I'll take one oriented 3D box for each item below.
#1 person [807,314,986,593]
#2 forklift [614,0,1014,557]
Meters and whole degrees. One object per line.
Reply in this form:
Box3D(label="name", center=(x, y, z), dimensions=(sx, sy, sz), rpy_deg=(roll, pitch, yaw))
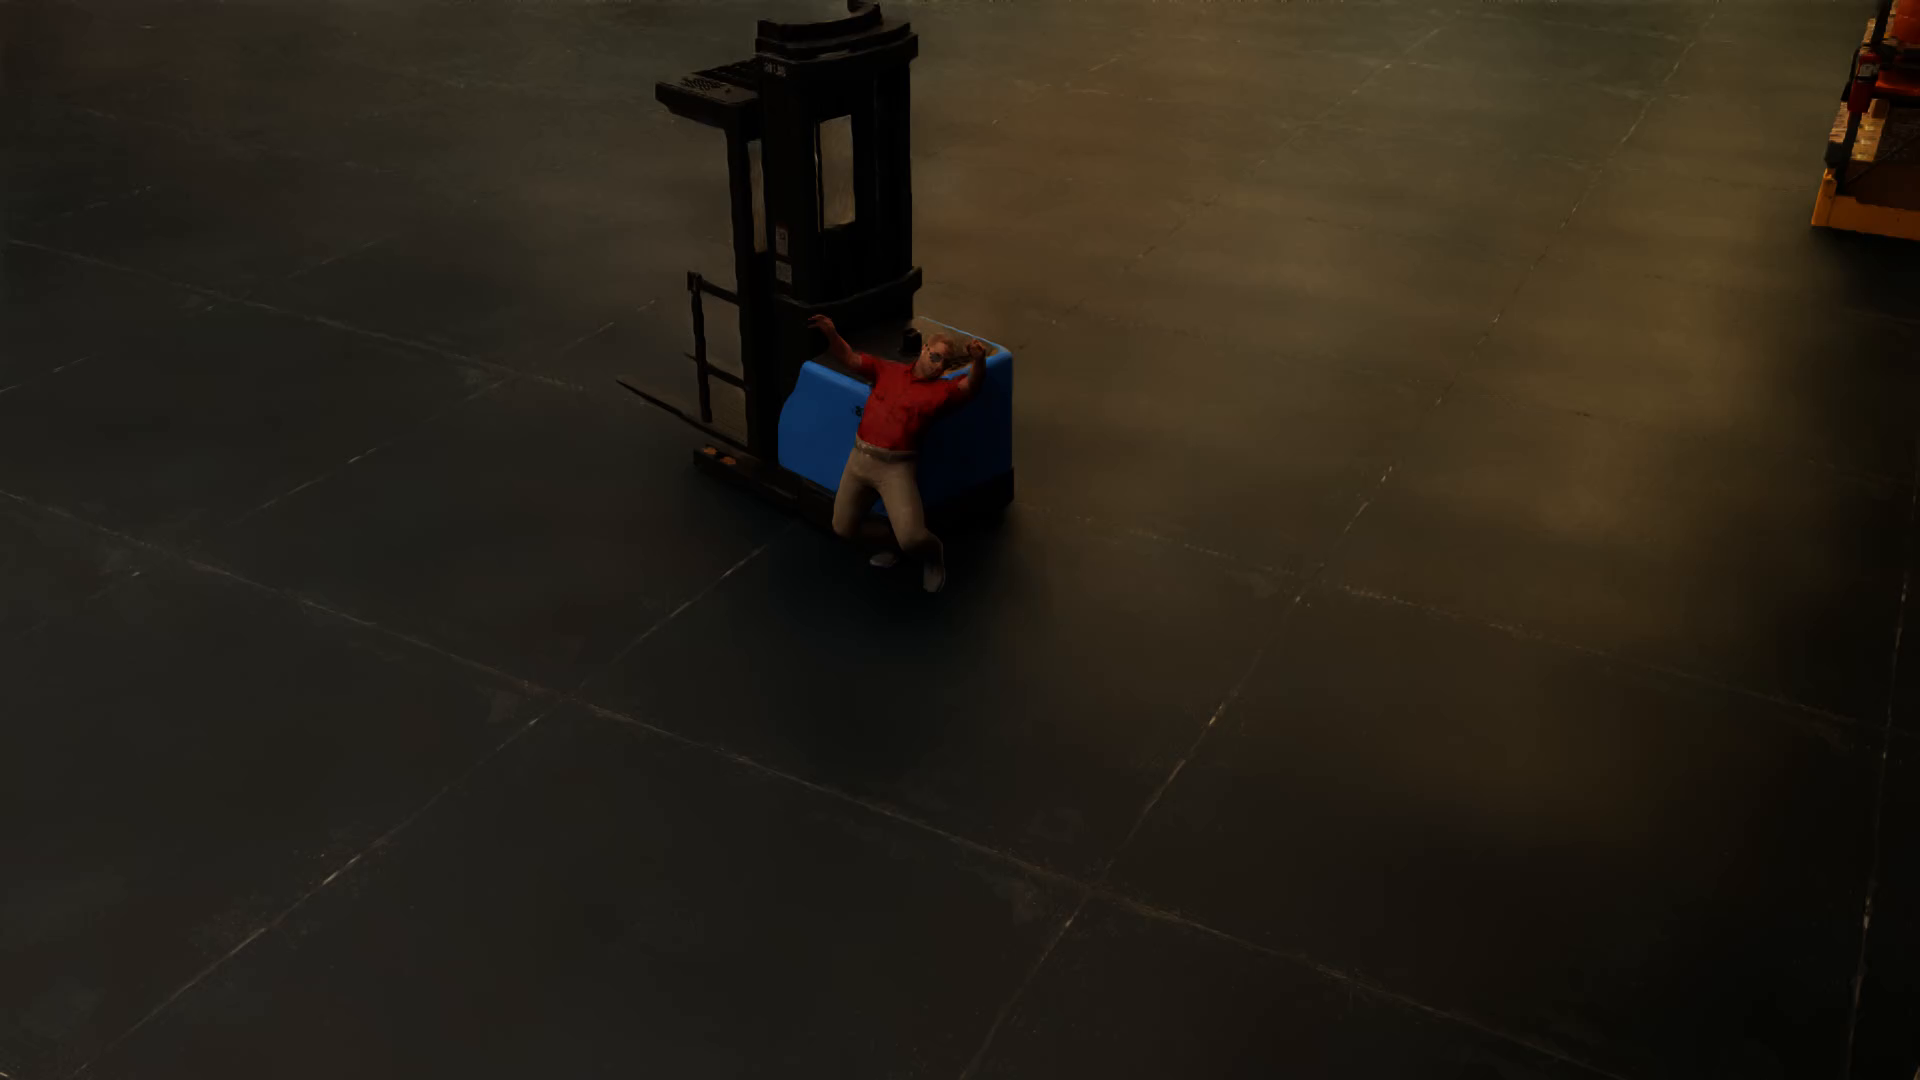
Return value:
Box3D(label="person", center=(-0.265, -0.470, 9.230), dimensions=(0.980, 1.642, 0.760), rpy_deg=(19, 35, 29))
Box3D(label="forklift", center=(-1.080, -1.802, 10.193), dimensions=(3.031, 2.935, 1.130), rpy_deg=(26, 39, 37))
